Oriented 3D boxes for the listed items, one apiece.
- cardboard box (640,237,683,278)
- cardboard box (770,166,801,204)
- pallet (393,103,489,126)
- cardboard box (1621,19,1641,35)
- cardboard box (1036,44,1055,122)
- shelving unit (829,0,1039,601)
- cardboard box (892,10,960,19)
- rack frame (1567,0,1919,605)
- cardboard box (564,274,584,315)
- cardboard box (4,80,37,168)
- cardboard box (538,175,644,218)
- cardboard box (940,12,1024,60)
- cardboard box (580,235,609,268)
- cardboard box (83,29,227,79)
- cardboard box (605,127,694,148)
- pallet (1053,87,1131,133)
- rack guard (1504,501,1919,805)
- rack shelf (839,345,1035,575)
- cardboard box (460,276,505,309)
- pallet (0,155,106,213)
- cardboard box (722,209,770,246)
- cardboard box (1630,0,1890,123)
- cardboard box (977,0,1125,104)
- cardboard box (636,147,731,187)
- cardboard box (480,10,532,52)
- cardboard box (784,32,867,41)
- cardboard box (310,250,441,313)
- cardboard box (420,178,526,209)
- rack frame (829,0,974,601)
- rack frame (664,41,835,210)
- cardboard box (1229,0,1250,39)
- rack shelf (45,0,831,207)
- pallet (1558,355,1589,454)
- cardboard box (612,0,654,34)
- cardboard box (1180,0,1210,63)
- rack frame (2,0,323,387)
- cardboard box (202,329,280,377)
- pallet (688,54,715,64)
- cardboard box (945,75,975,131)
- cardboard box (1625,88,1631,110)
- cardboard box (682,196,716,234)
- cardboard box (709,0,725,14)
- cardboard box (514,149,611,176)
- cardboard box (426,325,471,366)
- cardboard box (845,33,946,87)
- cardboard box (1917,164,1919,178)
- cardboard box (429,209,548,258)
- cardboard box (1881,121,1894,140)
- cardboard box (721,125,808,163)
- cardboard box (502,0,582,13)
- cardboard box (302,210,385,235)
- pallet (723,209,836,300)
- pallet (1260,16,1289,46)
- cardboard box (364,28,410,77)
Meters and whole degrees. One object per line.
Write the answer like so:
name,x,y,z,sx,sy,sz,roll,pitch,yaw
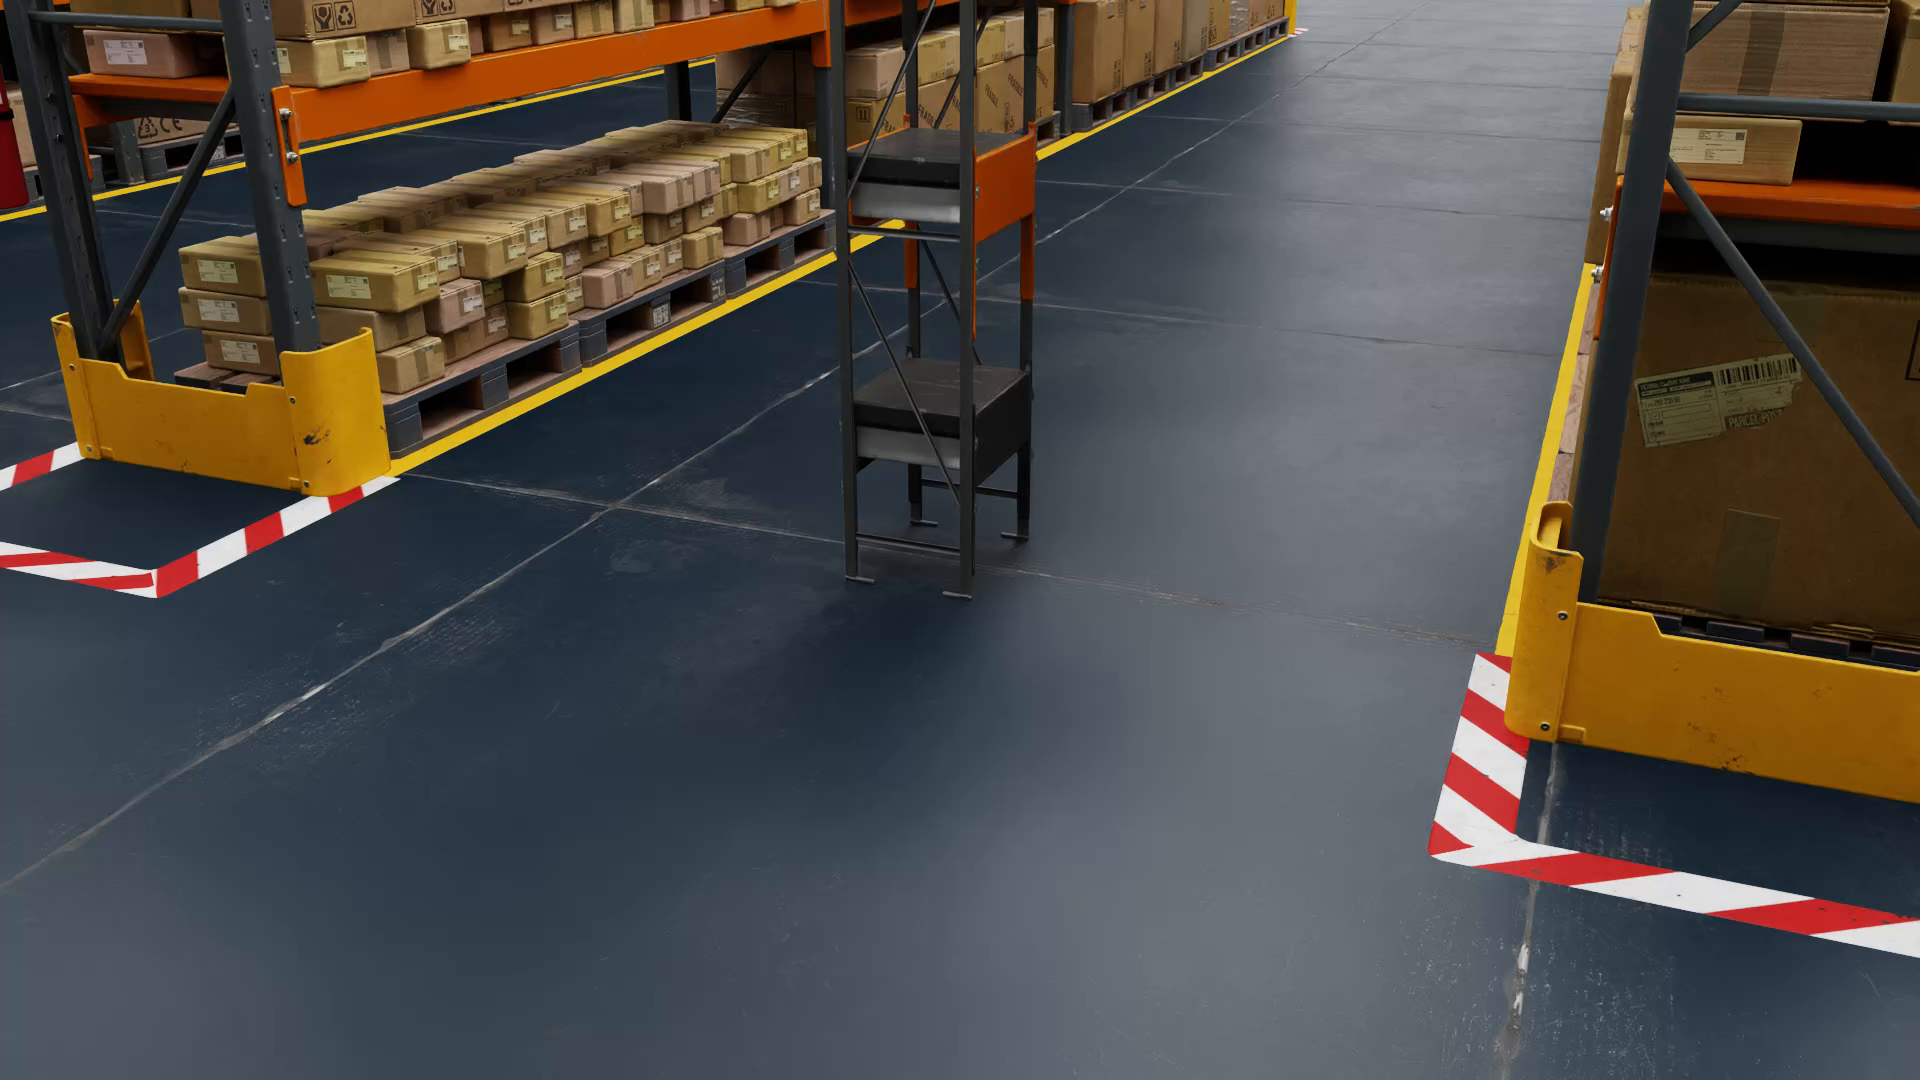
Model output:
cardboard box,-1.502,-1.305,7.636,0.380,0.149,0.250,9,24,21
cardboard box,-1.040,-1.829,8.504,0.380,0.149,0.250,8,24,18
pallet,-4.639,-3.616,13.633,1.003,0.211,1.213,9,24,20
cardboard box,4.311,-2.407,9.331,1.225,0.875,0.875,9,24,20
cardboard box,0.355,-3.269,11.882,0.500,0.500,0.500,9,24,20
shelving unit,-0.062,-0.910,4.703,0.431,2.100,0.503,9,24,20
cardboard box,-0.312,-3.494,11.449,0.500,0.250,0.500,8,24,19
rack frame,1.953,-0.892,3.494,1.000,3.000,0.127,9,24,20
cardboard box,-1.813,-1.034,6.989,0.380,0.149,0.250,9,24,20
cardboard box,-6.095,-2.545,10.230,0.875,0.438,0.875,8,24,19
cardboard box,-1.629,-1.508,7.350,0.380,0.149,0.250,9,24,20
cardboard box,0.169,-3.423,11.279,0.500,0.250,0.500,9,24,21
cardboard box,-1.750,-1.283,7.197,0.380,0.149,0.250,10,25,23
cardboard box,-2.756,-1.680,5.705,0.380,0.149,0.250,9,24,20
cardboard box,-1.606,-2.039,8.622,0.380,0.149,0.250,10,25,23
pallet,0.720,-3.486,13.322,1.003,0.211,1.213,9,24,20
rack guard,1.944,0.270,3.955,1.175,0.500,0.348,9,24,20
rack shelf,-0.061,-0.251,4.979,0.431,0.518,0.480,9,24,20
cardboard box,-2.019,-0.995,6.508,0.380,0.149,0.250,9,24,21
pallet,-6.117,-2.195,10.231,1.003,0.211,1.213,9,24,20
cardboard box,-1.170,-1.574,8.281,0.380,0.149,0.250,8,24,18
cardboard box,1.887,-1.172,3.972,0.500,0.250,0.500,8,24,19
cardboard box,0.667,-3.862,12.978,1.050,0.750,0.750,8,24,19
cardboard box,-1.332,-1.789,8.024,0.380,0.149,0.250,10,25,22
cardboard box,-1.892,-1.983,6.432,0.380,0.149,0.250,9,24,20
cardboard box,-0.884,-2.941,10.125,0.500,0.250,0.500,10,25,23
cardboard box,-2.104,-0.930,5.967,0.380,0.149,0.250,8,24,18
cardboard box,-2.124,-1.476,7.273,0.380,0.149,0.250,8,24,18
rack frame,-0.152,-0.822,4.494,0.400,2.100,0.015,9,24,20
rack frame,-1.129,-3.070,8.708,1.000,3.000,0.127,9,24,20
cardboard box,2.473,-5.684,17.178,0.875,0.875,0.875,9,24,20
rack shelf,-1.872,-2.022,7.133,1.077,0.370,4.000,9,24,20
pallet,2.632,-0.338,5.785,1.003,0.211,1.213,9,24,20
cardboard box,-1.531,-2.248,7.067,0.380,0.149,0.250,9,24,21
cardboard box,1.696,-4.853,15.351,1.050,0.750,0.750,9,24,20
rack frame,-2.615,-1.638,5.281,1.000,3.000,0.127,9,24,20
cardboard box,-2.613,-0.735,6.272,0.380,0.149,0.250,9,24,21
pallet,-3.078,-5.040,17.041,1.003,0.211,1.213,9,24,20
cardboard box,-0.231,-2.716,10.558,0.500,0.500,0.500,9,24,21
cardboard box,1.875,-1.044,4.184,0.380,0.149,0.250,9,24,21
cardboard box,-1.383,-1.560,7.862,0.380,0.149,0.250,9,24,21
cardboard box,-1.326,-2.541,7.767,0.380,0.149,0.250,8,24,19
cardboard box,-1.901,-1.765,7.967,0.380,0.149,0.250,9,24,21
cardboard box,-2.102,-0.764,6.341,0.380,0.149,0.250,9,24,20
cardboard box,-0.413,-2.874,9.964,0.500,0.250,0.500,9,24,22
cardboard box,2.391,-0.856,3.734,0.380,0.149,0.250,9,24,21
cardboard box,-1.886,-1.218,6.657,0.380,0.149,0.250,8,24,17
cardboard box,2.676,-1.133,4.397,0.380,0.149,0.250,8,24,19
cardboard box,-1.019,-2.058,8.668,0.380,0.149,0.250,9,24,22
cardboard box,-1.822,-2.312,6.377,0.500,0.500,0.500,9,24,21
cardboard box,-2.528,-1.210,6.636,0.380,0.149,0.250,8,24,19
pallet,-1.345,-1.538,8.658,1.003,0.211,1.213,9,24,20
pallet,3.104,-5.780,18.814,1.003,0.211,1.213,9,24,20
cardboard box,-2.134,-1.689,5.727,0.380,0.149,0.250,10,25,22
